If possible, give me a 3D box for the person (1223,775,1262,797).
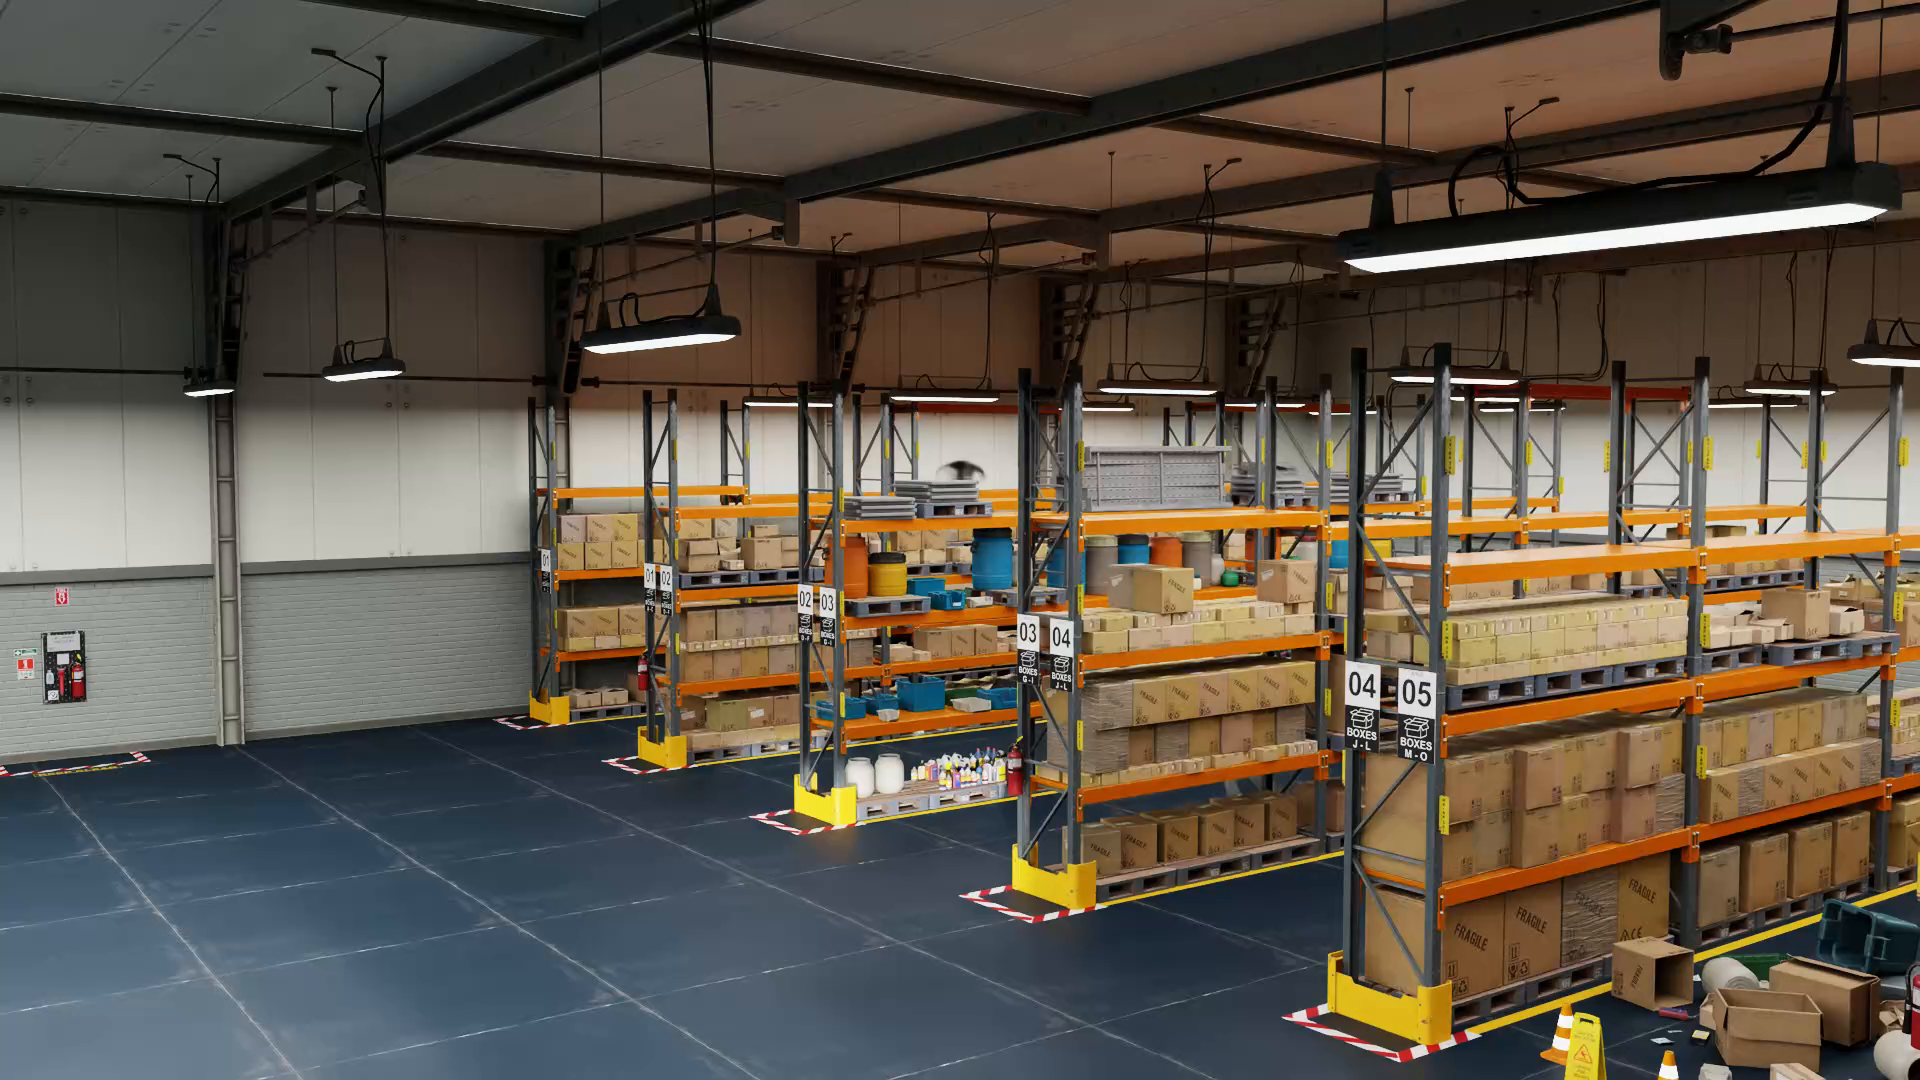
[{"bbox_3d":[4.045,3.015,23.602,1.071,1.483,0.550,-1,4,-24],"label":"person"}]
